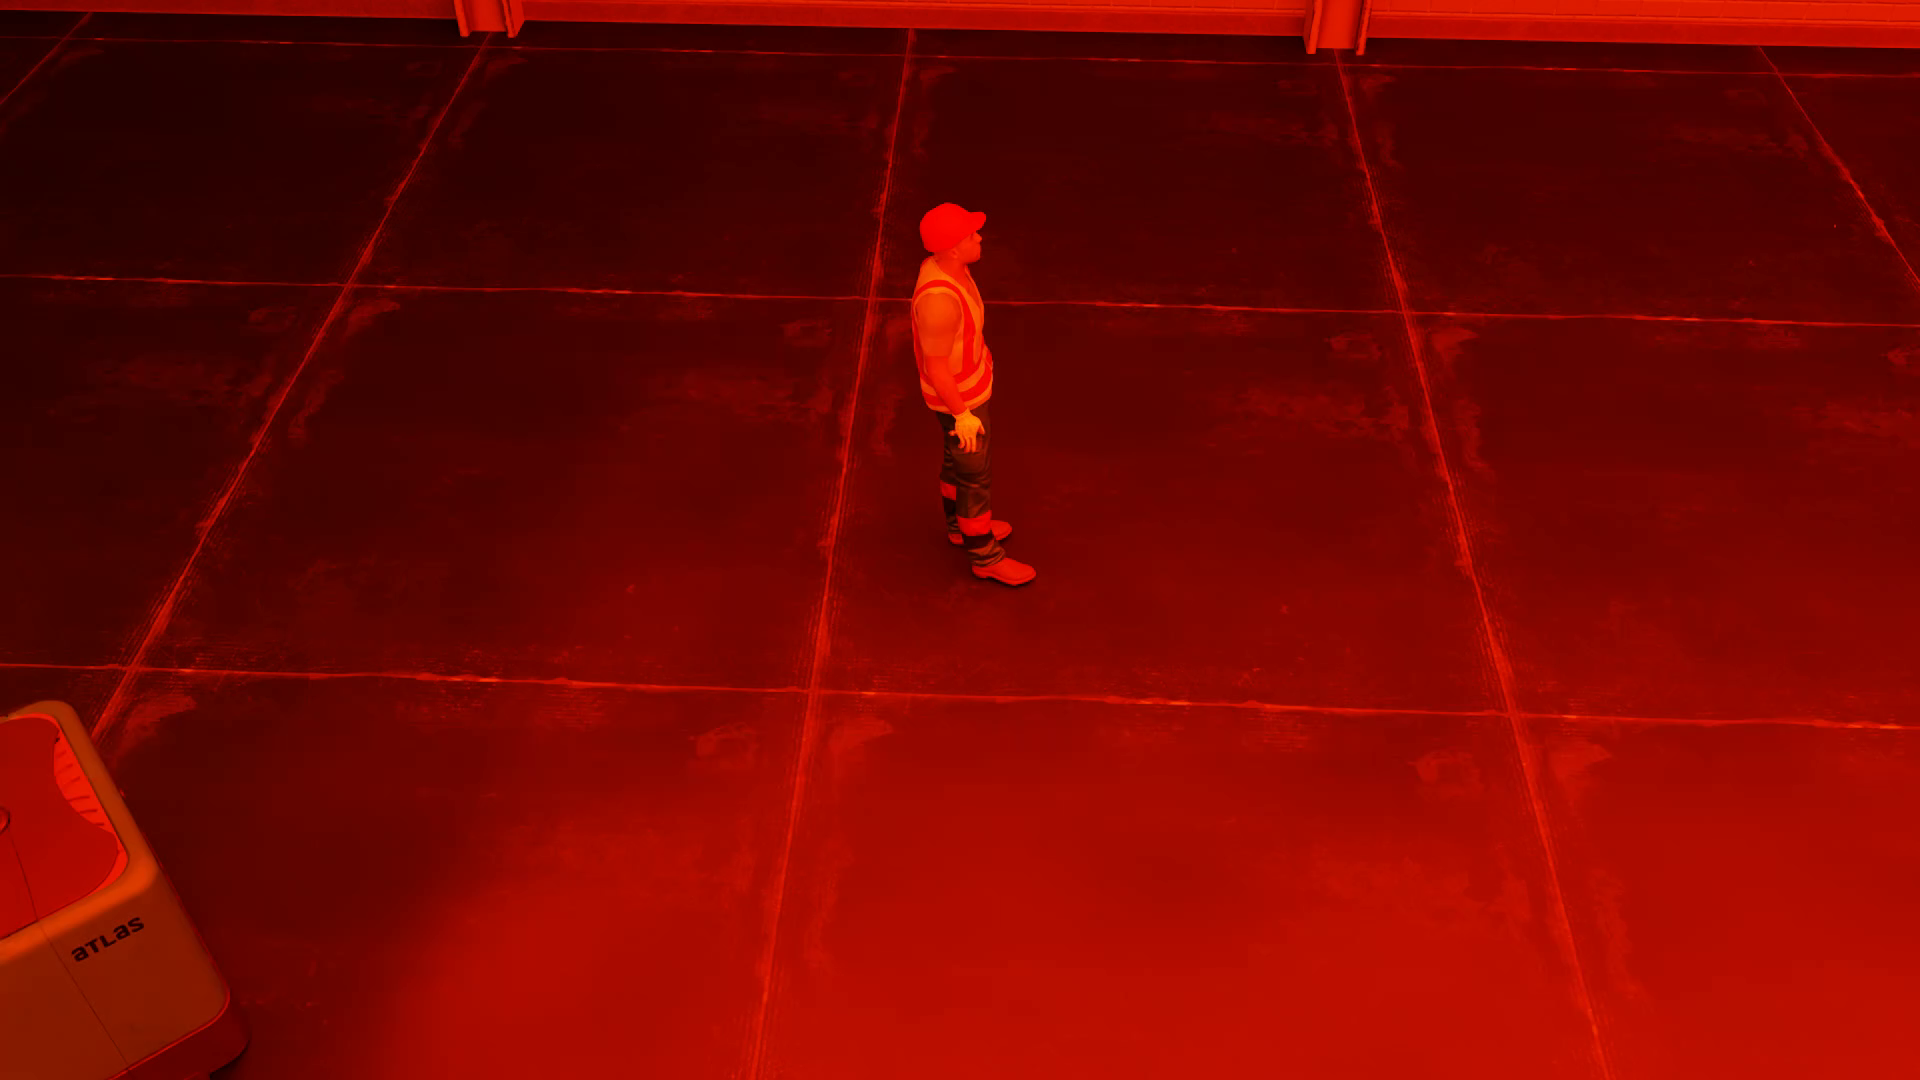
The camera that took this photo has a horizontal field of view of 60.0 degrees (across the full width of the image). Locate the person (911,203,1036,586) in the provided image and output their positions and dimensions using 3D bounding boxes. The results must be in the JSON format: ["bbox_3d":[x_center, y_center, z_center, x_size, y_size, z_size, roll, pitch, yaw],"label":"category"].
[{"bbox_3d":[0.079,-0.655,7.296,0.564,1.787,0.637,2,42,2],"label":"person"}]

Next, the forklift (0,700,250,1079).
[{"bbox_3d":[-3.979,1.112,4.524,3.031,2.935,1.130,-28,49,-27],"label":"forklift"}]
